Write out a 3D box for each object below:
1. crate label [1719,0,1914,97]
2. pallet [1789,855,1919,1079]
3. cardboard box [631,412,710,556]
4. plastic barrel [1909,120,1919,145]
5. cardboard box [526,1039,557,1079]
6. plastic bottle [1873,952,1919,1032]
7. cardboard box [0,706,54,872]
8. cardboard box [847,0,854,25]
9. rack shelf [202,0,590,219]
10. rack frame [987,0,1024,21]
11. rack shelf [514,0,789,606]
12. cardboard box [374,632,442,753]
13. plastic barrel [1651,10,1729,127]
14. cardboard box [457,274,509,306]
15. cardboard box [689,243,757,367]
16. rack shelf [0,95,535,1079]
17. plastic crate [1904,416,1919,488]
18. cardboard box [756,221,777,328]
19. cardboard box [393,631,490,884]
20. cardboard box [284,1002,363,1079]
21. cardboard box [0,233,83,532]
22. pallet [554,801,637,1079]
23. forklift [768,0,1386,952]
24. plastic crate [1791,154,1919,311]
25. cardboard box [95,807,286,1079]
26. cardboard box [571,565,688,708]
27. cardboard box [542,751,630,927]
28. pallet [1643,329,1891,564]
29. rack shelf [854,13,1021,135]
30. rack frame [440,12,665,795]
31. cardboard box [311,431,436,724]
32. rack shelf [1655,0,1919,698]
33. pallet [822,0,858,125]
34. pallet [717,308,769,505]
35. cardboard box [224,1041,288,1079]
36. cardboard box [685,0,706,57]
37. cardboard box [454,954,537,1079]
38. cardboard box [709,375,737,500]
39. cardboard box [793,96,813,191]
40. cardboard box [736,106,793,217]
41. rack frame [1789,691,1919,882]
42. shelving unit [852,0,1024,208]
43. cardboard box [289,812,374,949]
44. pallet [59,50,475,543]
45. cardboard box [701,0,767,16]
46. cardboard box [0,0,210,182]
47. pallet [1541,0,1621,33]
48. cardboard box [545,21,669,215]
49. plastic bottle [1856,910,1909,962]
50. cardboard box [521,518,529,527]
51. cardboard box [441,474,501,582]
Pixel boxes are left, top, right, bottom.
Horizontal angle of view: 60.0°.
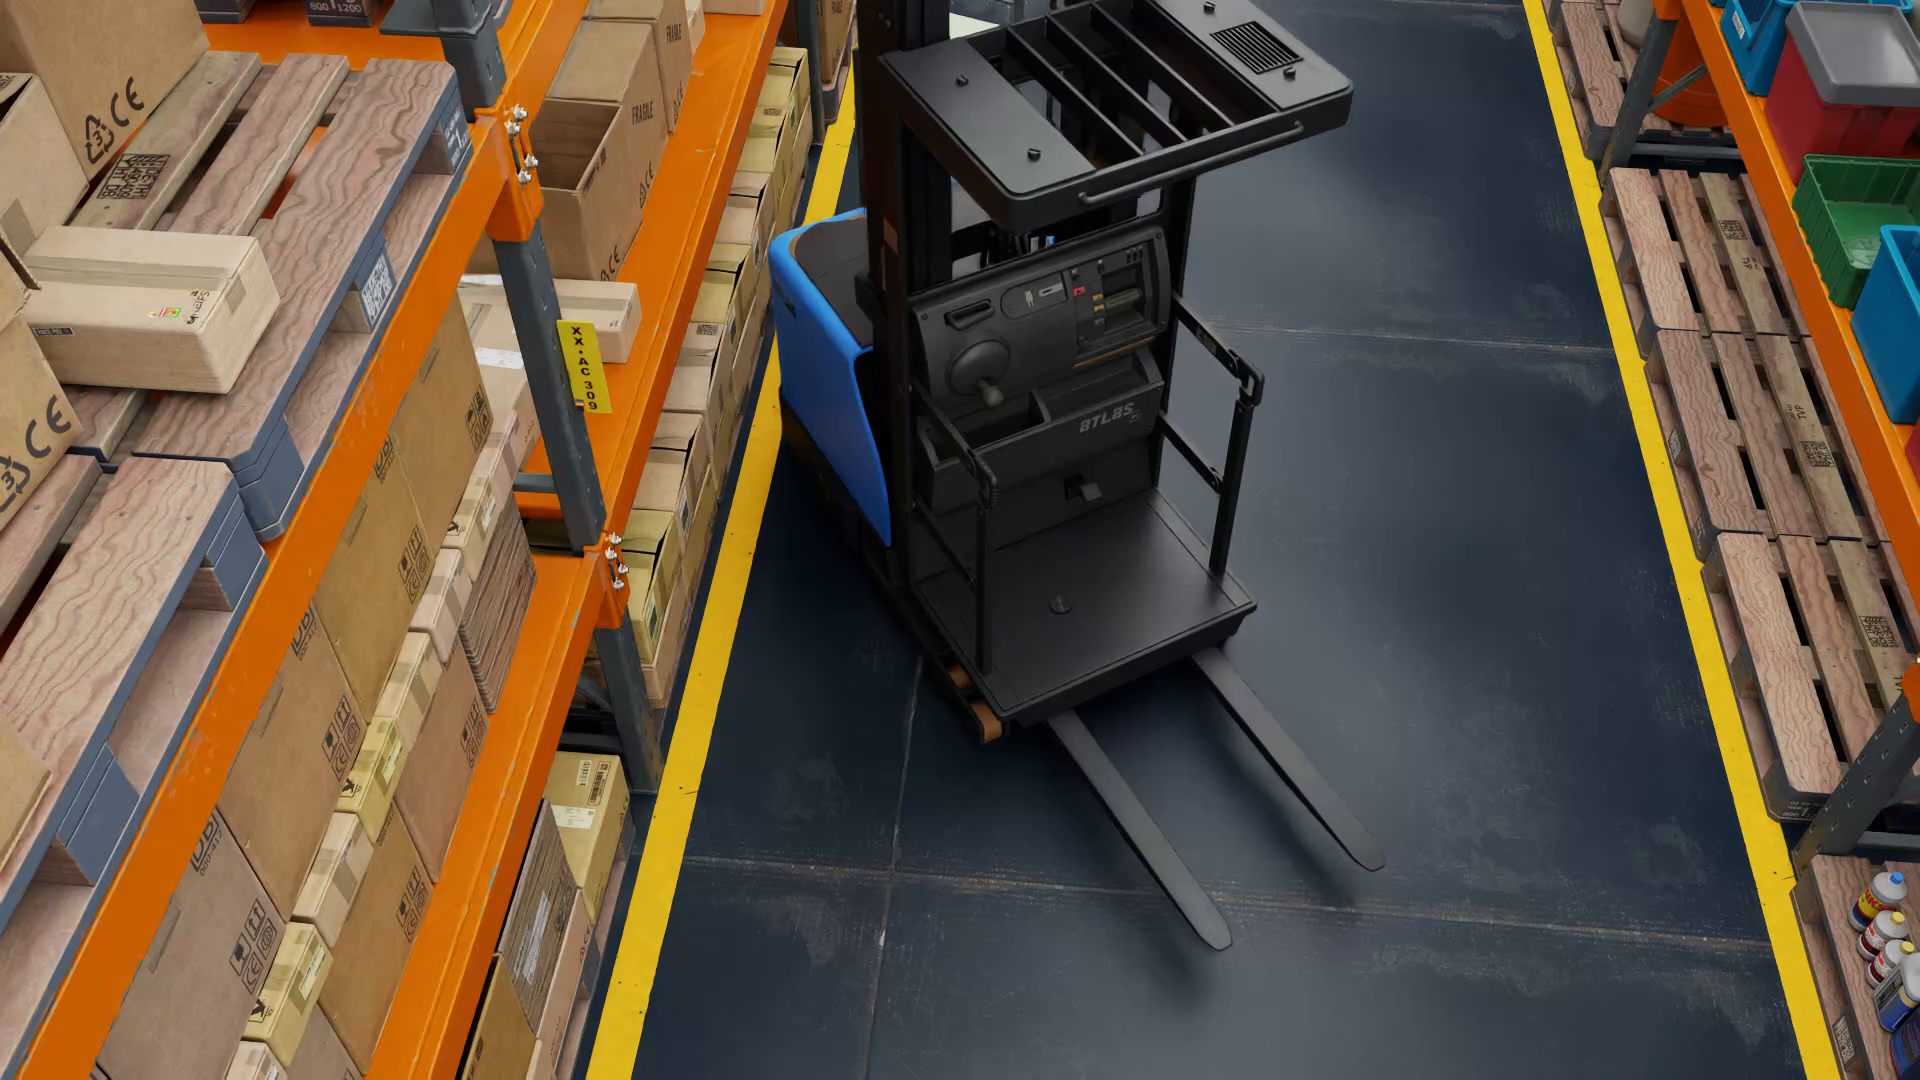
[{"bbox_3d":[3.369,-2.087,6.602,0.502,0.435,0.616,4,48,4],"label":"crate label"},{"bbox_3d":[3.261,1.584,5.158,1.003,0.211,1.213,4,48,4],"label":"pallet"},{"bbox_3d":[-1.232,-0.241,6.136,0.500,0.311,0.500,3,48,3],"label":"cardboard box"},{"bbox_3d":[3.809,-1.745,6.237,0.421,0.512,0.421,0,48,0],"label":"plastic barrel"},{"bbox_3d":[-1.479,1.693,4.747,0.500,0.250,0.500,4,48,4],"label":"cardboard box"},{"bbox_3d":[2.896,1.367,5.014,0.152,0.276,0.135,5,48,5],"label":"plastic bottle"},{"bbox_3d":[-1.509,0.319,1.946,0.500,0.500,0.500,4,48,4],"label":"cardboard box"},{"bbox_3d":[-0.836,-3.128,8.974,0.500,0.500,0.500,2,48,2],"label":"cardboard box"},{"bbox_3d":[-1.386,-2.423,5.388,1.077,0.370,4.000,4,48,4],"label":"rack shelf"},{"bbox_3d":[0.078,-1.832,7.410,0.400,1.500,0.023,19,50,17],"label":"rack frame"},{"bbox_3d":[-1.386,-1.410,6.495,1.077,0.370,4.000,4,48,4],"label":"rack shelf"},{"bbox_3d":[-1.449,0.345,3.894,0.380,0.149,0.250,4,48,3],"label":"cardboard box"},{"bbox_3d":[3.756,-2.557,8.242,0.600,0.830,0.708,4,48,4],"label":"plastic barrel"},{"bbox_3d":[-1.671,-0.797,5.537,0.396,0.266,0.258,3,48,3],"label":"cardboard box"},{"bbox_3d":[-1.144,-1.003,6.834,0.500,0.311,0.500,5,48,5],"label":"cardboard box"},{"bbox_3d":[-1.751,0.517,2.699,1.077,0.370,4.000,4,48,4],"label":"rack shelf"},{"bbox_3d":[3.103,-0.246,4.899,0.402,0.464,0.583,4,48,4],"label":"plastic crate"},{"bbox_3d":[-1.101,-1.185,7.380,0.500,0.250,0.500,5,48,4],"label":"cardboard box"},{"bbox_3d":[-1.644,0.497,4.195,0.700,0.500,0.500,3,48,3],"label":"cardboard box"},{"bbox_3d":[-1.739,1.242,3.513,0.700,0.500,0.500,5,48,5],"label":"cardboard box"},{"bbox_3d":[-1.844,-0.218,2.434,0.797,0.503,0.637,9,48,8],"label":"cardboard box"},{"bbox_3d":[-1.683,1.339,5.382,1.003,0.211,1.213,4,48,4],"label":"pallet"},{"bbox_3d":[0.390,-0.637,5.346,1.130,2.935,3.031,-22,51,-19],"label":"forklift"},{"bbox_3d":[3.242,-1.075,5.844,0.450,0.188,0.662,4,48,4],"label":"plastic crate"},{"bbox_3d":[-1.740,0.778,3.059,0.700,0.500,0.500,4,48,4],"label":"cardboard box"},{"bbox_3d":[-1.285,0.323,6.001,0.500,0.250,0.500,3,48,3],"label":"cardboard box"},{"bbox_3d":[-1.393,0.958,5.420,0.500,0.250,0.500,4,48,4],"label":"cardboard box"},{"bbox_3d":[3.505,-0.385,6.959,1.003,0.211,1.213,4,48,4],"label":"pallet"},{"bbox_3d":[-0.078,-1.852,6.898,0.431,0.370,0.720,19,50,17],"label":"rack shelf"},{"bbox_3d":[-1.568,-0.184,4.885,1.000,3.000,0.127,4,48,4],"label":"rack frame"},{"bbox_3d":[-1.647,0.043,3.731,0.700,0.500,0.500,4,48,3],"label":"cardboard box"},{"bbox_3d":[3.546,-1.075,6.188,1.077,0.370,4.000,4,48,4],"label":"rack shelf"},{"bbox_3d":[-1.098,-2.728,9.102,1.003,0.211,1.213,4,48,4],"label":"pallet"},{"bbox_3d":[-1.432,-0.685,7.234,1.003,0.211,1.213,4,48,4],"label":"pallet"},{"bbox_3d":[-1.542,1.100,3.204,0.380,0.149,0.250,4,48,4],"label":"cardboard box"},{"bbox_3d":[-1.264,-2.097,6.806,0.380,0.149,0.250,7,48,6],"label":"cardboard box"},{"bbox_3d":[-1.492,1.439,4.471,0.500,0.500,0.500,4,48,4],"label":"cardboard box"},{"bbox_3d":[-1.193,-0.433,6.692,0.500,0.250,0.500,3,48,2],"label":"cardboard box"},{"bbox_3d":[-1.009,-1.934,8.064,0.500,0.250,0.500,5,48,4],"label":"cardboard box"},{"bbox_3d":[-1.047,-1.742,7.509,0.500,0.311,0.500,3,48,3],"label":"cardboard box"},{"bbox_3d":[3.364,0.152,4.578,1.000,3.000,0.127,4,48,4],"label":"rack frame"},{"bbox_3d":[-0.078,-1.588,7.186,0.431,1.500,0.755,19,50,17],"label":"shelving unit"},{"bbox_3d":[-1.497,0.711,3.560,0.380,0.149,0.250,5,48,5],"label":"cardboard box"},{"bbox_3d":[-1.620,-0.537,3.236,1.003,0.211,1.213,4,48,4],"label":"pallet"},{"bbox_3d":[-1.011,-2.359,7.045,0.380,0.149,0.250,4,48,4],"label":"cardboard box"},{"bbox_3d":[-1.877,-1.066,3.212,0.500,0.500,0.500,7,48,7],"label":"cardboard box"},{"bbox_3d":[3.873,-3.322,9.645,1.003,0.211,1.213,4,48,4],"label":"pallet"},{"bbox_3d":[-1.389,-1.536,6.054,0.500,0.500,0.500,4,48,4],"label":"cardboard box"},{"bbox_3d":[2.889,1.228,5.193,0.097,0.201,0.097,0,48,0],"label":"plastic bottle"},{"bbox_3d":[-1.817,0.097,5.828,0.500,0.311,0.500,4,48,4],"label":"cardboard box"},{"bbox_3d":[-1.404,-0.040,4.247,0.380,0.149,0.250,3,48,3],"label":"cardboard box"}]
